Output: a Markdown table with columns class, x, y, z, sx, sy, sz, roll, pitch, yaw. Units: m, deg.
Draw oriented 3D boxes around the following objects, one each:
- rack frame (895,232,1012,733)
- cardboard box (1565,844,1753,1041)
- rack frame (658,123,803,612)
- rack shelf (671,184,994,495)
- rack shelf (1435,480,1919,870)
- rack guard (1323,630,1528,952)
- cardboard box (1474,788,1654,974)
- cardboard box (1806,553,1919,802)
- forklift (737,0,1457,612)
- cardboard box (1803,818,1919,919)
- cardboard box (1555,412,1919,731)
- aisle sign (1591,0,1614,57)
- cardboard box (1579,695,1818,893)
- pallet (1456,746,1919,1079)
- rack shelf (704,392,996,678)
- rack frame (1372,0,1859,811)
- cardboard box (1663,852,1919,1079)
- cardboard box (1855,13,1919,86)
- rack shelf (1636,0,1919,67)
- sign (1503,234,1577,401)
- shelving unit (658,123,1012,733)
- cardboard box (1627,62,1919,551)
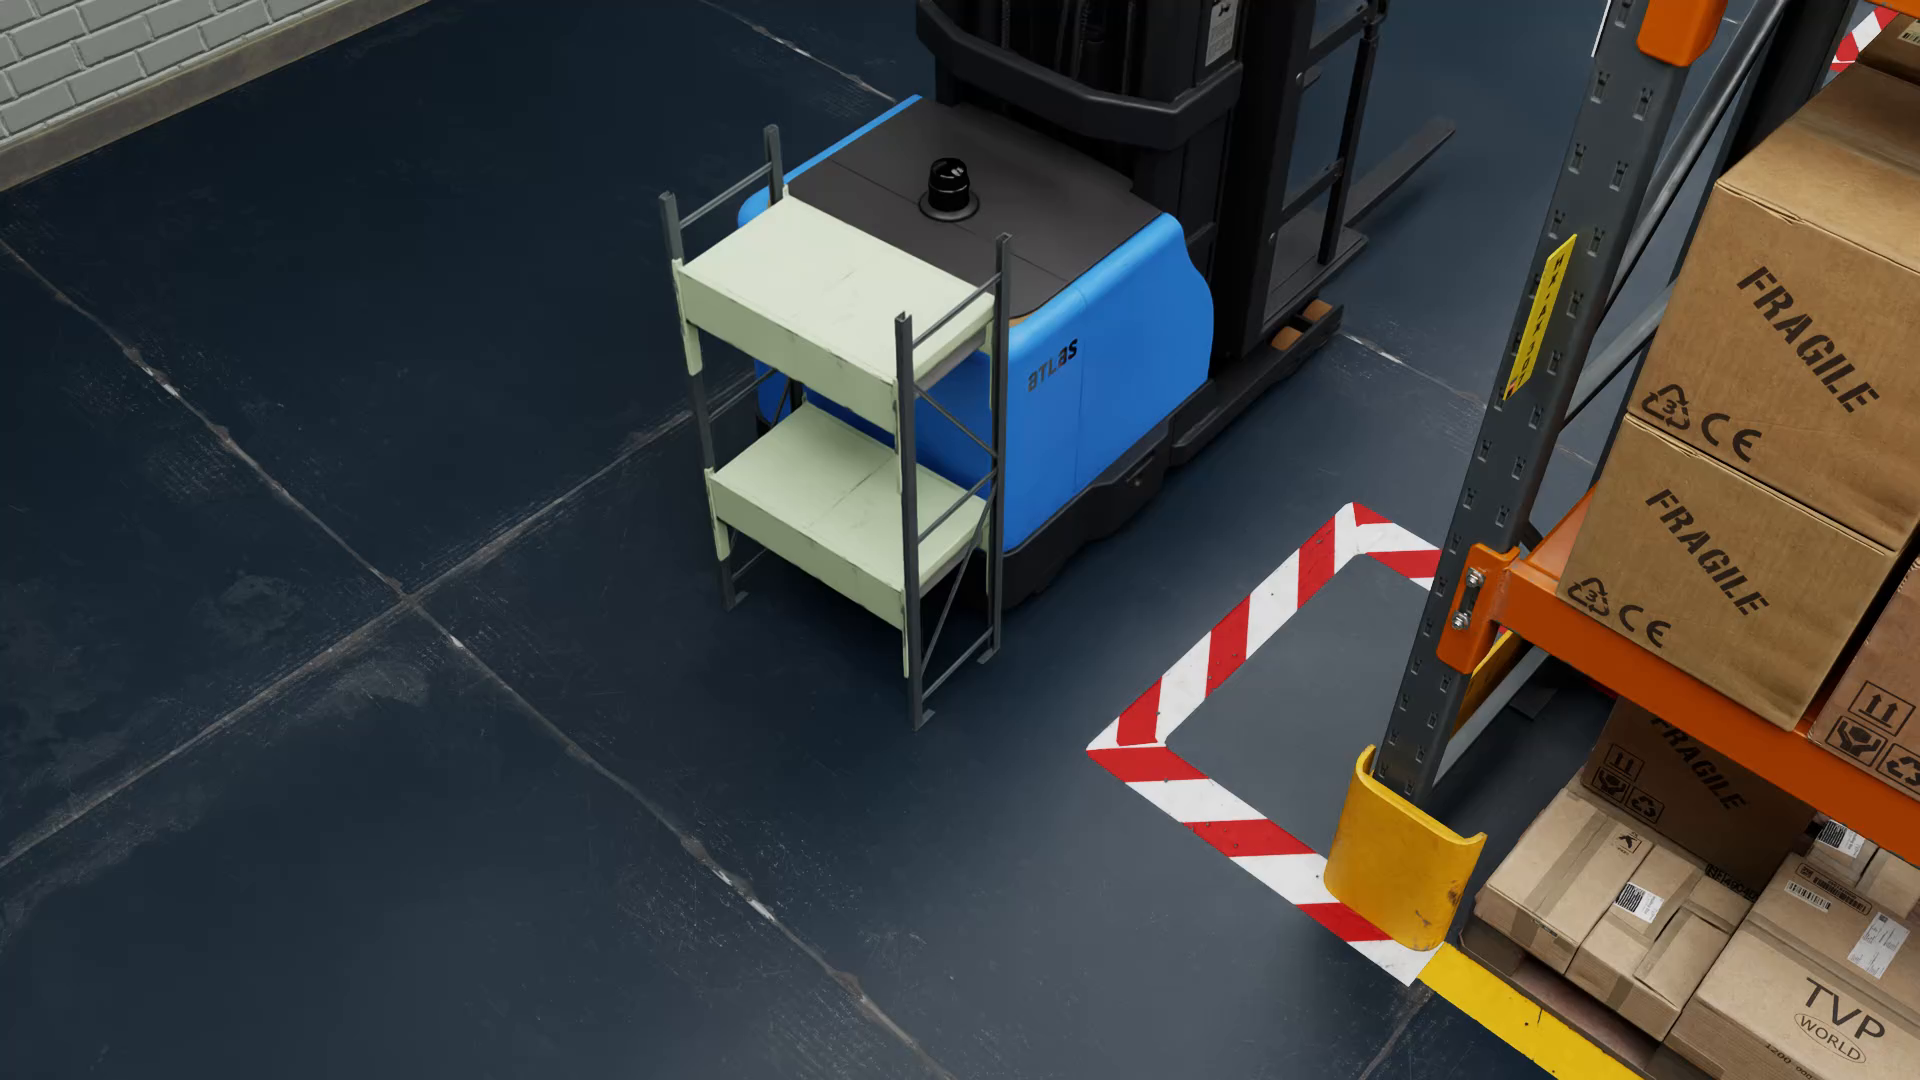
| class | x | y | z | sx | sy | sz | roll | pitch | yaw |
| --- | --- | --- | --- | --- | --- | --- | --- | --- | --- |
| rack frame | -0.012 | -0.083 | 4.299 | 0.023 | 1.500 | 0.400 | 30 | 54 | 25 |
| cardboard box | 1.661 | 0.946 | 3.946 | 0.250 | 0.166 | 0.380 | 34 | 55 | 28 |
| rack frame | -0.587 | -0.413 | 4.609 | 0.023 | 1.500 | 0.400 | 30 | 54 | 25 |
| rack shelf | -0.299 | -0.515 | 4.170 | 0.720 | 0.370 | 0.431 | 30 | 54 | 25 |
| rack shelf | 2.872 | 0.847 | 2.890 | 4.000 | 0.370 | 1.077 | 34 | 55 | 28 |
| rack guard | 1.458 | 0.505 | 4.432 | 0.348 | 0.500 | 1.175 | 34 | 55 | 28 |
| cardboard box | 1.477 | 0.829 | 4.068 | 0.250 | 0.149 | 0.380 | 34 | 55 | 28 |
| cardboard box | 1.932 | 0.191 | 2.945 | 0.500 | 0.500 | 0.500 | 33 | 55 | 27 |
| forklift | 0.695 | -1.794 | 4.924 | 1.130 | 2.935 | 3.031 | 32 | 55 | 26 |
| cardboard box | 2.205 | 0.817 | 4.067 | 0.250 | 0.166 | 0.380 | 34 | 55 | 28 |
| cardboard box | 1.549 | -0.061 | 3.181 | 0.500 | 0.500 | 0.500 | 35 | 56 | 28 |
| aisle sign | 1.153 | -1.154 | 2.493 | 0.004 | 0.787 | 0.394 | 34 | 55 | 28 |
| cardboard box | 1.969 | 0.454 | 4.179 | 0.500 | 0.500 | 0.500 | 34 | 55 | 28 |
| pallet | 2.045 | 0.998 | 4.168 | 1.213 | 0.211 | 1.003 | 34 | 55 | 28 |
| rack shelf | -0.299 | -0.025 | 4.692 | 0.720 | 0.370 | 0.431 | 30 | 54 | 25 |
| rack frame | 1.402 | -0.388 | 3.556 | 0.127 | 3.000 | 1.000 | 34 | 55 | 28 |
| cardboard box | 1.977 | 1.071 | 3.771 | 0.500 | 0.250 | 0.500 | 34 | 55 | 28 |
| cardboard box | 1.916 | -0.691 | 3.087 | 0.500 | 0.500 | 0.500 | 33 | 55 | 27 |
| rack shelf | 2.872 | -0.179 | 1.797 | 4.000 | 0.370 | 1.077 | 34 | 55 | 28 |
| sign | 1.034 | -0.393 | 2.968 | 0.005 | 0.325 | 0.100 | 34 | 55 | 28 |
| shelving unit | -0.299 | -0.248 | 4.454 | 0.755 | 1.500 | 0.431 | 30 | 54 | 25 |
| cardboard box | 1.549 | -0.404 | 2.817 | 0.500 | 0.500 | 0.500 | 36 | 56 | 29 |
